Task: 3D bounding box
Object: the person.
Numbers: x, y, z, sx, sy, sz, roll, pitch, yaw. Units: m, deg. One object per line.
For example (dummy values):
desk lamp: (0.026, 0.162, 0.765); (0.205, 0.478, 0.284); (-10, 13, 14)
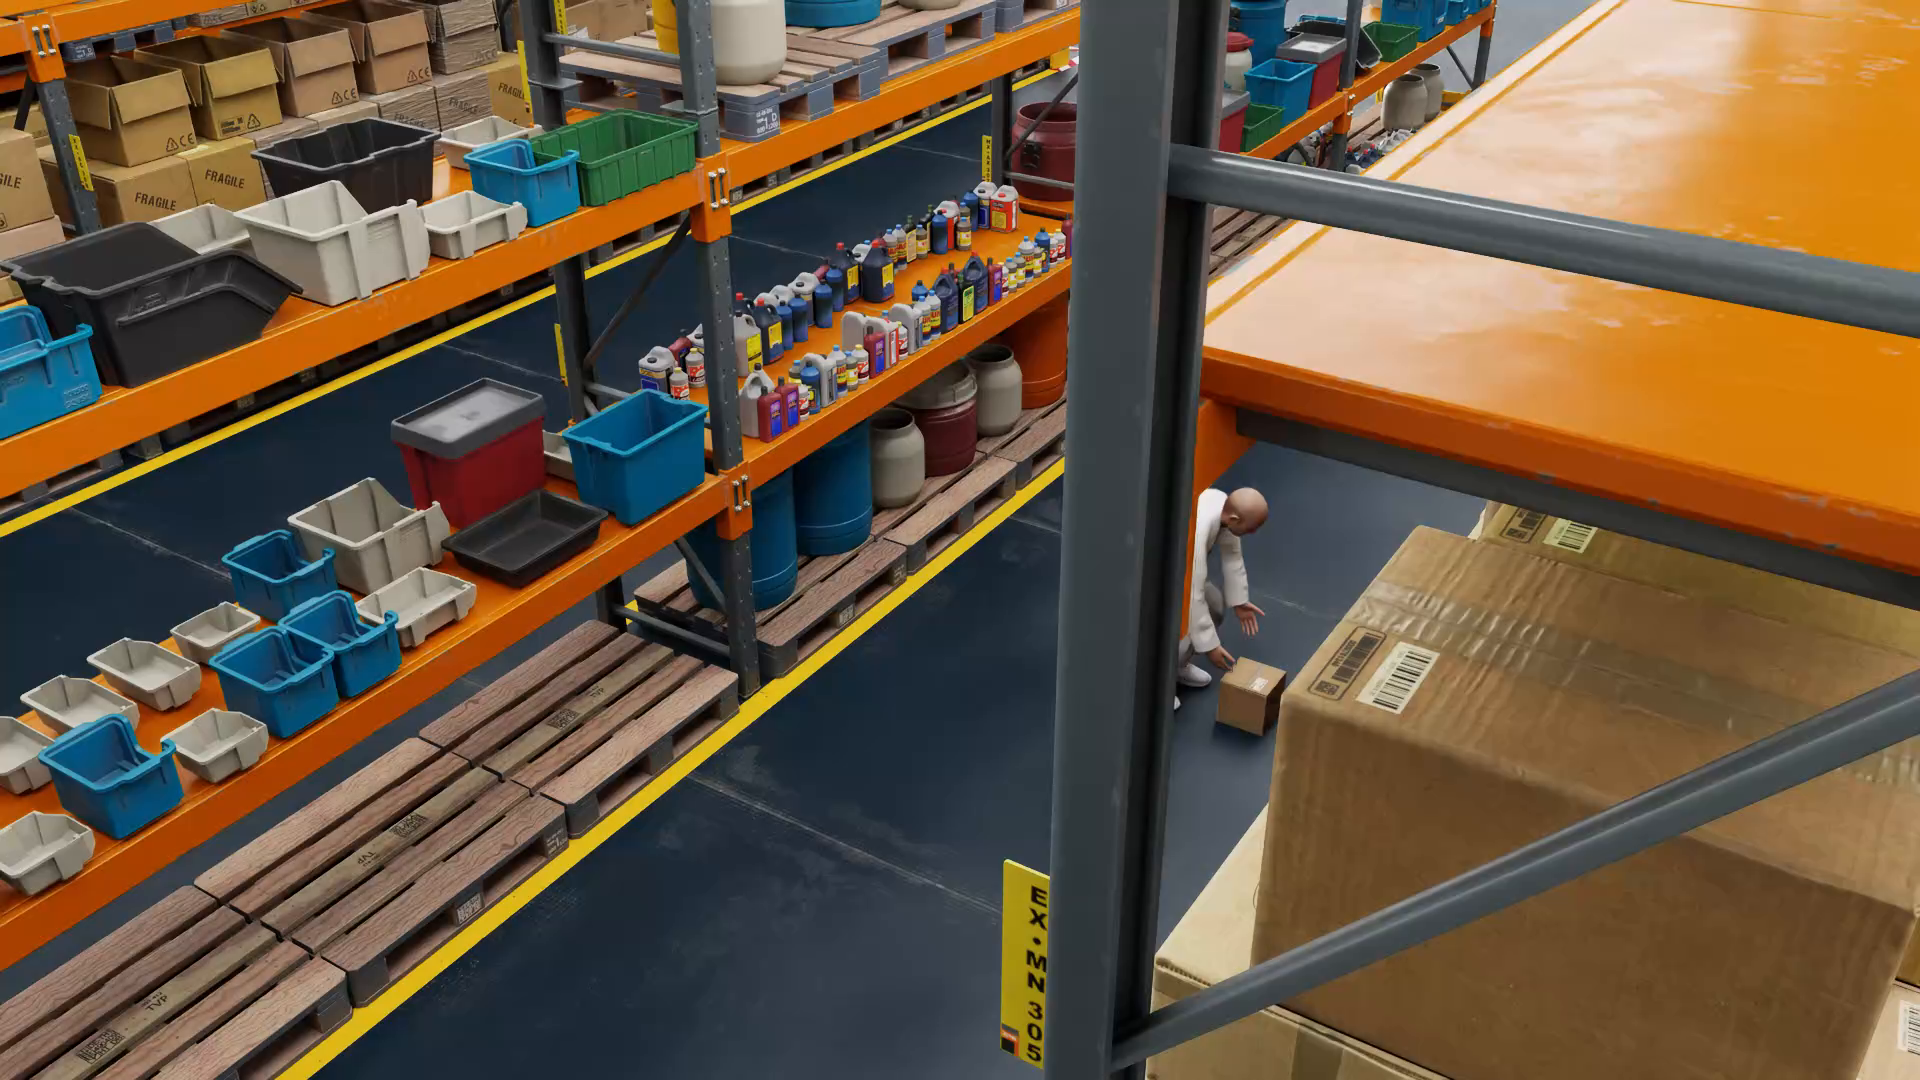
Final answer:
person: (1.101, 0.231, 8.291); (0.803, 1.234, 0.630); (17, 34, 27)
